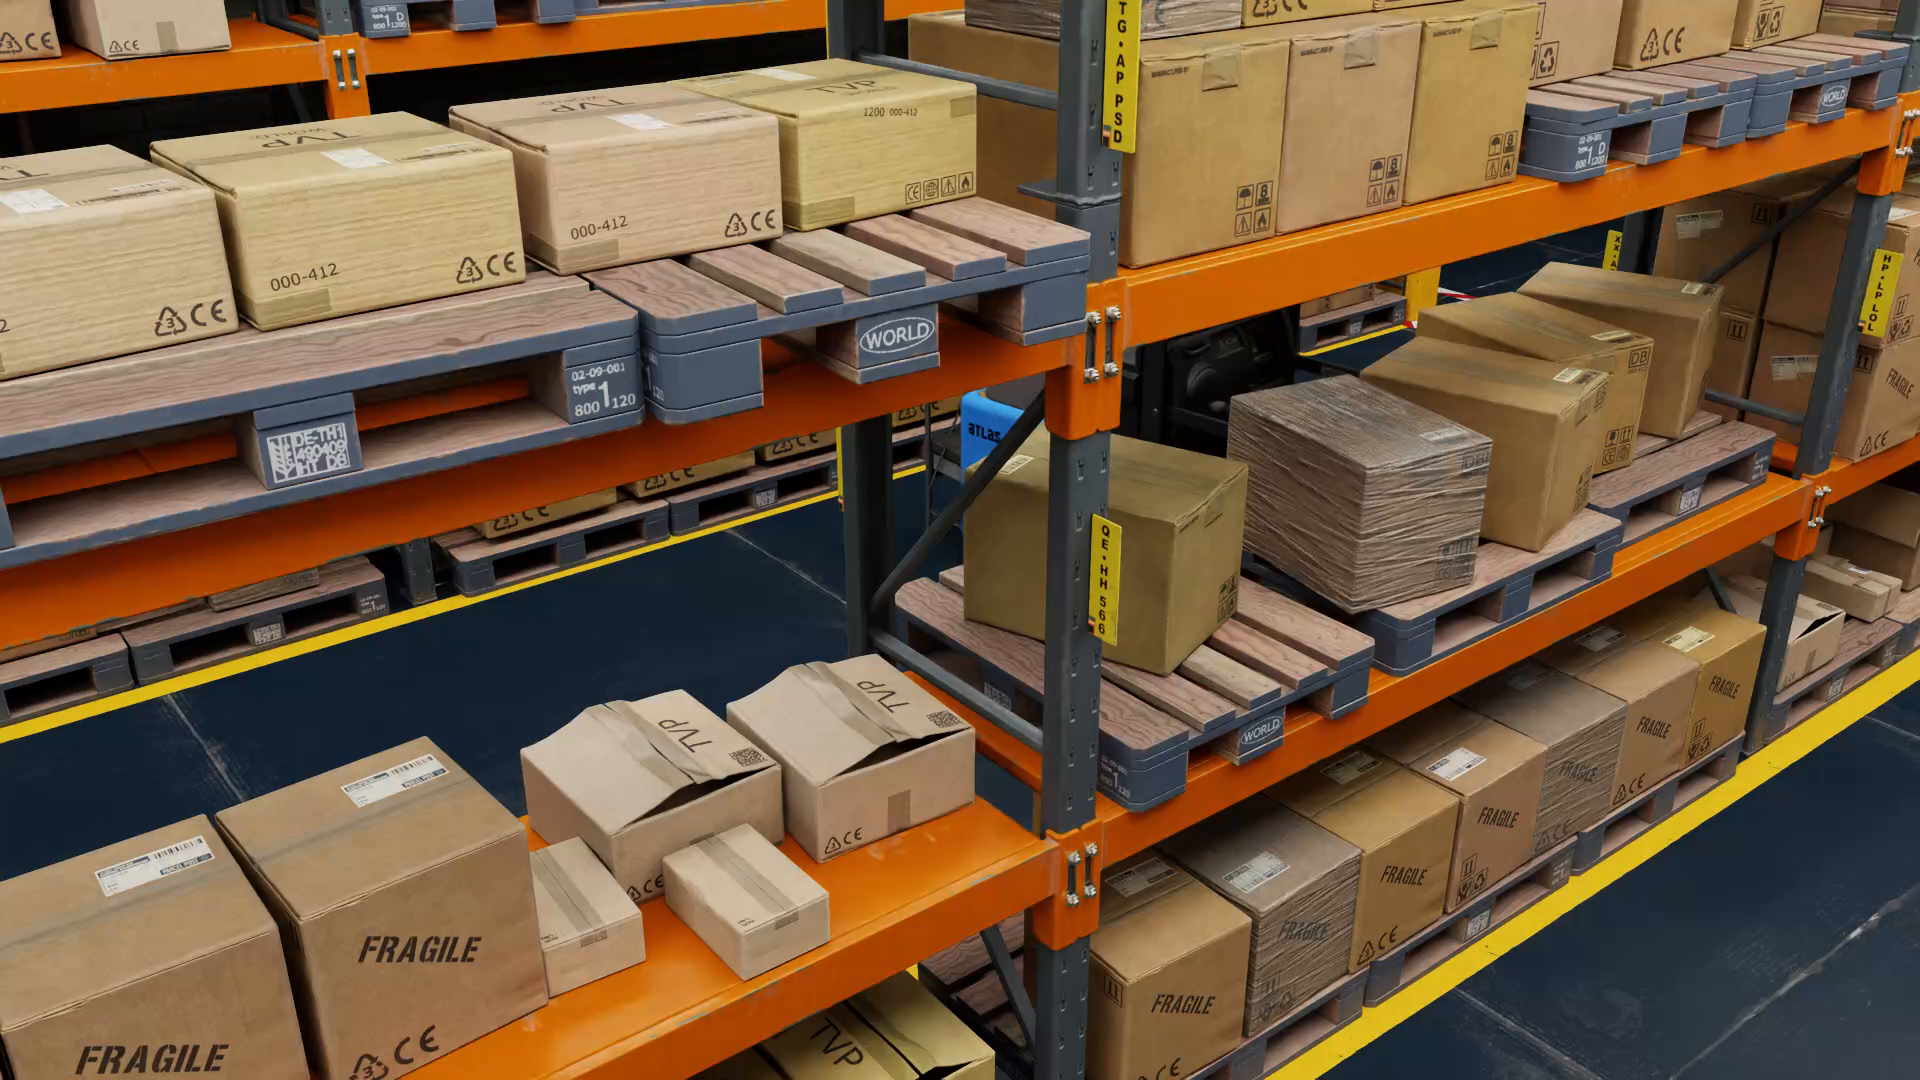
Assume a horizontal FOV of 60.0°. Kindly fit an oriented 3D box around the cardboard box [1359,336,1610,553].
[{"bbox_3d":[1.806,-0.353,5.830,0.700,0.500,0.500,18,30,33],"label":"cardboard box"}]

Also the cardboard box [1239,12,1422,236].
[{"bbox_3d":[0.735,-1.221,4.635,0.500,0.500,0.910,-18,31,-34],"label":"cardboard box"}]

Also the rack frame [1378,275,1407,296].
[{"bbox_3d":[3.246,-3.276,12.745,0.127,3.000,1.000,-18,31,-34],"label":"rack frame"}]

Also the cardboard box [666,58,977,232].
[{"bbox_3d":[-0.312,-0.904,3.751,0.500,0.250,0.500,-21,32,-38],"label":"cardboard box"}]

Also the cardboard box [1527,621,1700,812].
[{"bbox_3d":[2.553,0.686,6.655,0.500,0.500,0.500,-18,30,-34],"label":"cardboard box"}]

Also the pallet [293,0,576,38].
[{"bbox_3d":[-2.575,-2.657,8.074,1.003,0.211,1.213,-17,30,-32],"label":"pallet"}]

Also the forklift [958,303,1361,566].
[{"bbox_3d":[1.404,-0.808,7.510,3.031,2.935,1.130,22,33,39],"label":"forklift"}]

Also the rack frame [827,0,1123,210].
[{"bbox_3d":[0.011,-2.279,3.471,0.127,3.000,1.000,-18,31,-34],"label":"rack frame"}]

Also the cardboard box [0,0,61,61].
[{"bbox_3d":[-4.126,-2.308,6.951,0.637,0.503,0.797,-14,28,-27],"label":"cardboard box"}]

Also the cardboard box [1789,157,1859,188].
[{"bbox_3d":[3.798,-1.447,7.497,0.500,0.500,0.500,-19,31,-35],"label":"cardboard box"}]

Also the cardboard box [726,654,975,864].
[{"bbox_3d":[-0.302,0.563,4.580,0.500,0.311,0.500,-16,29,-31],"label":"cardboard box"}]

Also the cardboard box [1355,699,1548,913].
[{"bbox_3d":[1.759,0.949,6.088,0.500,0.500,0.500,-19,31,-36],"label":"cardboard box"}]

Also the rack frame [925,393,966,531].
[{"bbox_3d":[-0.062,-0.932,8.764,0.015,2.100,0.400,-18,31,-34],"label":"rack frame"}]

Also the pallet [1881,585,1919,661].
[{"bbox_3d":[4.660,0.172,8.630,1.213,0.211,1.003,-18,31,-34],"label":"pallet"}]

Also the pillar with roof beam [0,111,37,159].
[{"bbox_3d":[-1.949,-2.442,3.821,0.400,9.000,9.100,-18,31,-34],"label":"pillar with roof beam"}]

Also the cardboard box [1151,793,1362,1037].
[{"bbox_3d":[0.954,1.215,5.515,0.500,0.500,0.500,-20,31,-36],"label":"cardboard box"}]

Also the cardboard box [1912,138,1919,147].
[{"bbox_3d":[4.592,-1.708,8.060,0.500,0.500,0.500,-19,31,-34],"label":"cardboard box"}]

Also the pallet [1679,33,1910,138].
[{"bbox_3d":[2.602,-1.726,6.066,1.003,0.211,1.213,-18,31,-34],"label":"pallet"}]

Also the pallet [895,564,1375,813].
[{"bbox_3d":[0.501,0.330,5.203,1.003,0.211,1.213,-18,31,-34],"label":"pallet"}]

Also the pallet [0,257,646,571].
[{"bbox_3d":[-1.346,-0.335,3.070,1.213,0.211,1.003,-17,30,-32],"label":"pallet"}]

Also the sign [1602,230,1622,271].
[{"bbox_3d":[2.818,-1.167,7.173,0.005,0.325,0.100,-18,31,-34],"label":"sign"}]

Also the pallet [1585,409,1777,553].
[{"bbox_3d":[2.462,-0.338,6.643,1.213,0.211,1.003,-18,31,-34],"label":"pallet"}]

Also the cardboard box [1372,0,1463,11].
[{"bbox_3d":[1.161,-1.793,4.681,0.500,0.500,0.500,-18,31,-34],"label":"cardboard box"}]

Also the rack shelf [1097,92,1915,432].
[{"bbox_3d":[1.585,-1.111,5.373,4.000,0.370,1.077,-18,31,-34],"label":"rack shelf"}]

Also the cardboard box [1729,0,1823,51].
[{"bbox_3d":[2.717,-2.132,5.981,0.600,0.600,0.600,-22,33,-39],"label":"cardboard box"}]

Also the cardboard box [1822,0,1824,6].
[{"bbox_3d":[3.374,-2.332,6.733,0.500,0.250,0.500,-18,31,-34],"label":"cardboard box"}]

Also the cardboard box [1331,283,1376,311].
[{"bbox_3d":[2.757,-2.117,12.720,0.500,0.500,0.700,-18,31,-34],"label":"cardboard box"}]

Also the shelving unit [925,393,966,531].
[{"bbox_3d":[0.130,-0.995,8.901,0.503,2.100,0.431,-18,31,-34],"label":"shelving unit"}]

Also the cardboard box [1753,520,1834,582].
[{"bbox_3d":[4.022,-0.013,8.387,0.500,0.311,0.500,-18,31,-34],"label":"cardboard box"}]

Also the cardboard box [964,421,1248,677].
[{"bbox_3d":[0.437,0.006,5.057,0.700,0.500,0.500,15,29,29],"label":"cardboard box"}]

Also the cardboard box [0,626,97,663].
[{"bbox_3d":[-4.434,0.175,7.757,0.500,0.500,0.700,-18,31,-34],"label":"cardboard box"}]

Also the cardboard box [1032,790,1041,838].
[{"bbox_3d":[0.602,1.056,5.858,0.500,0.500,0.500,-17,30,-32],"label":"cardboard box"}]

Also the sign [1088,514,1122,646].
[{"bbox_3d":[0.356,0.100,4.095,0.005,0.325,0.100,-18,31,-34],"label":"sign"}]

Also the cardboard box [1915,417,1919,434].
[{"bbox_3d":[4.129,-0.818,7.331,0.500,0.500,0.500,-18,30,-33],"label":"cardboard box"}]

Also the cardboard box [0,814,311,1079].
[{"bbox_3d":[-1.714,0.975,3.467,0.500,0.500,0.500,-18,30,-34],"label":"cardboard box"}]

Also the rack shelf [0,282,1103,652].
[{"bbox_3d":[-1.563,-0.072,3.134,4.000,0.370,1.077,-18,31,-34],"label":"rack shelf"}]

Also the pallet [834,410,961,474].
[{"bbox_3d":[-0.462,-0.746,10.608,1.213,0.211,1.003,-18,31,-34],"label":"pallet"}]

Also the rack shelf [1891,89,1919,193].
[{"bbox_3d":[4.732,-2.150,7.612,4.000,0.370,1.077,-18,31,-34],"label":"rack shelf"}]

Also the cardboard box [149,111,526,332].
[{"bbox_3d":[-1.170,-0.617,3.133,0.500,0.250,0.500,-19,31,-35],"label":"cardboard box"}]

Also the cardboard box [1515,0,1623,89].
[{"bbox_3d":[1.669,-1.785,5.233,0.600,0.600,0.600,-20,31,-36],"label":"cardboard box"}]

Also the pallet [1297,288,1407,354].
[{"bbox_3d":[2.666,-1.777,12.829,1.213,0.211,1.003,-18,31,-34],"label":"pallet"}]

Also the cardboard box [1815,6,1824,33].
[{"bbox_3d":[3.377,-2.104,6.835,0.500,0.250,0.500,-18,31,-34],"label":"cardboard box"}]

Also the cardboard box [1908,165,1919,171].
[{"bbox_3d":[4.513,-1.392,7.380,0.500,0.500,0.500,-19,31,-35],"label":"cardboard box"}]

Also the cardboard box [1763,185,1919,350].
[{"bbox_3d":[3.703,-1.125,6.804,0.500,0.500,0.500,-17,30,-33],"label":"cardboard box"}]

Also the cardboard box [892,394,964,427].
[{"bbox_3d":[-0.332,-1.240,10.414,0.750,0.750,0.750,-18,30,-33],"label":"cardboard box"}]

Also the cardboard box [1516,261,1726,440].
[{"bbox_3d":[2.648,-0.784,6.757,0.700,0.500,0.500,15,29,29],"label":"cardboard box"}]

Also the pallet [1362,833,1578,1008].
[{"bbox_3d":[1.581,1.211,6.391,1.213,0.211,1.003,-18,31,-34],"label":"pallet"}]

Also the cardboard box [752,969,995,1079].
[{"bbox_3d":[-0.249,1.462,4.637,0.500,0.311,0.500,-17,30,-33],"label":"cardboard box"}]

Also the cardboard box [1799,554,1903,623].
[{"bbox_3d":[4.297,0.224,8.048,0.250,0.166,0.380,-18,31,-34],"label":"cardboard box"}]

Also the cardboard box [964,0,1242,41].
[{"bbox_3d":[0.358,-1.528,4.110,0.500,0.500,0.500,-18,31,-34],"label":"cardboard box"}]

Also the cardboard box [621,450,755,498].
[{"bbox_3d":[-1.696,-0.786,9.435,0.750,0.750,0.750,-18,31,-34],"label":"cardboard box"}]

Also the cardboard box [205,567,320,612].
[{"bbox_3d":[-3.583,-0.059,8.261,0.500,0.500,0.700,-18,30,-33],"label":"cardboard box"}]

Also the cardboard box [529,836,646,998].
[{"bbox_3d":[-0.958,0.906,4.032,0.250,0.149,0.380,-16,29,-30],"label":"cardboard box"}]

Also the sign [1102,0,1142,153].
[{"bbox_3d":[0.347,-1.003,3.576,0.005,0.325,0.100,-18,31,-34],"label":"sign"}]

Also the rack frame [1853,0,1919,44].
[{"bbox_3d":[3.158,-3.318,5.710,0.127,3.000,1.000,-18,31,-34],"label":"rack frame"}]

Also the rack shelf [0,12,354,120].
[{"bbox_3d":[-4.623,-1.712,6.668,4.000,0.370,1.077,-18,31,-34],"label":"rack shelf"}]

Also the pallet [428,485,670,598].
[{"bbox_3d":[-2.382,-0.113,9.242,1.213,0.211,1.003,-18,31,-34],"label":"pallet"}]
